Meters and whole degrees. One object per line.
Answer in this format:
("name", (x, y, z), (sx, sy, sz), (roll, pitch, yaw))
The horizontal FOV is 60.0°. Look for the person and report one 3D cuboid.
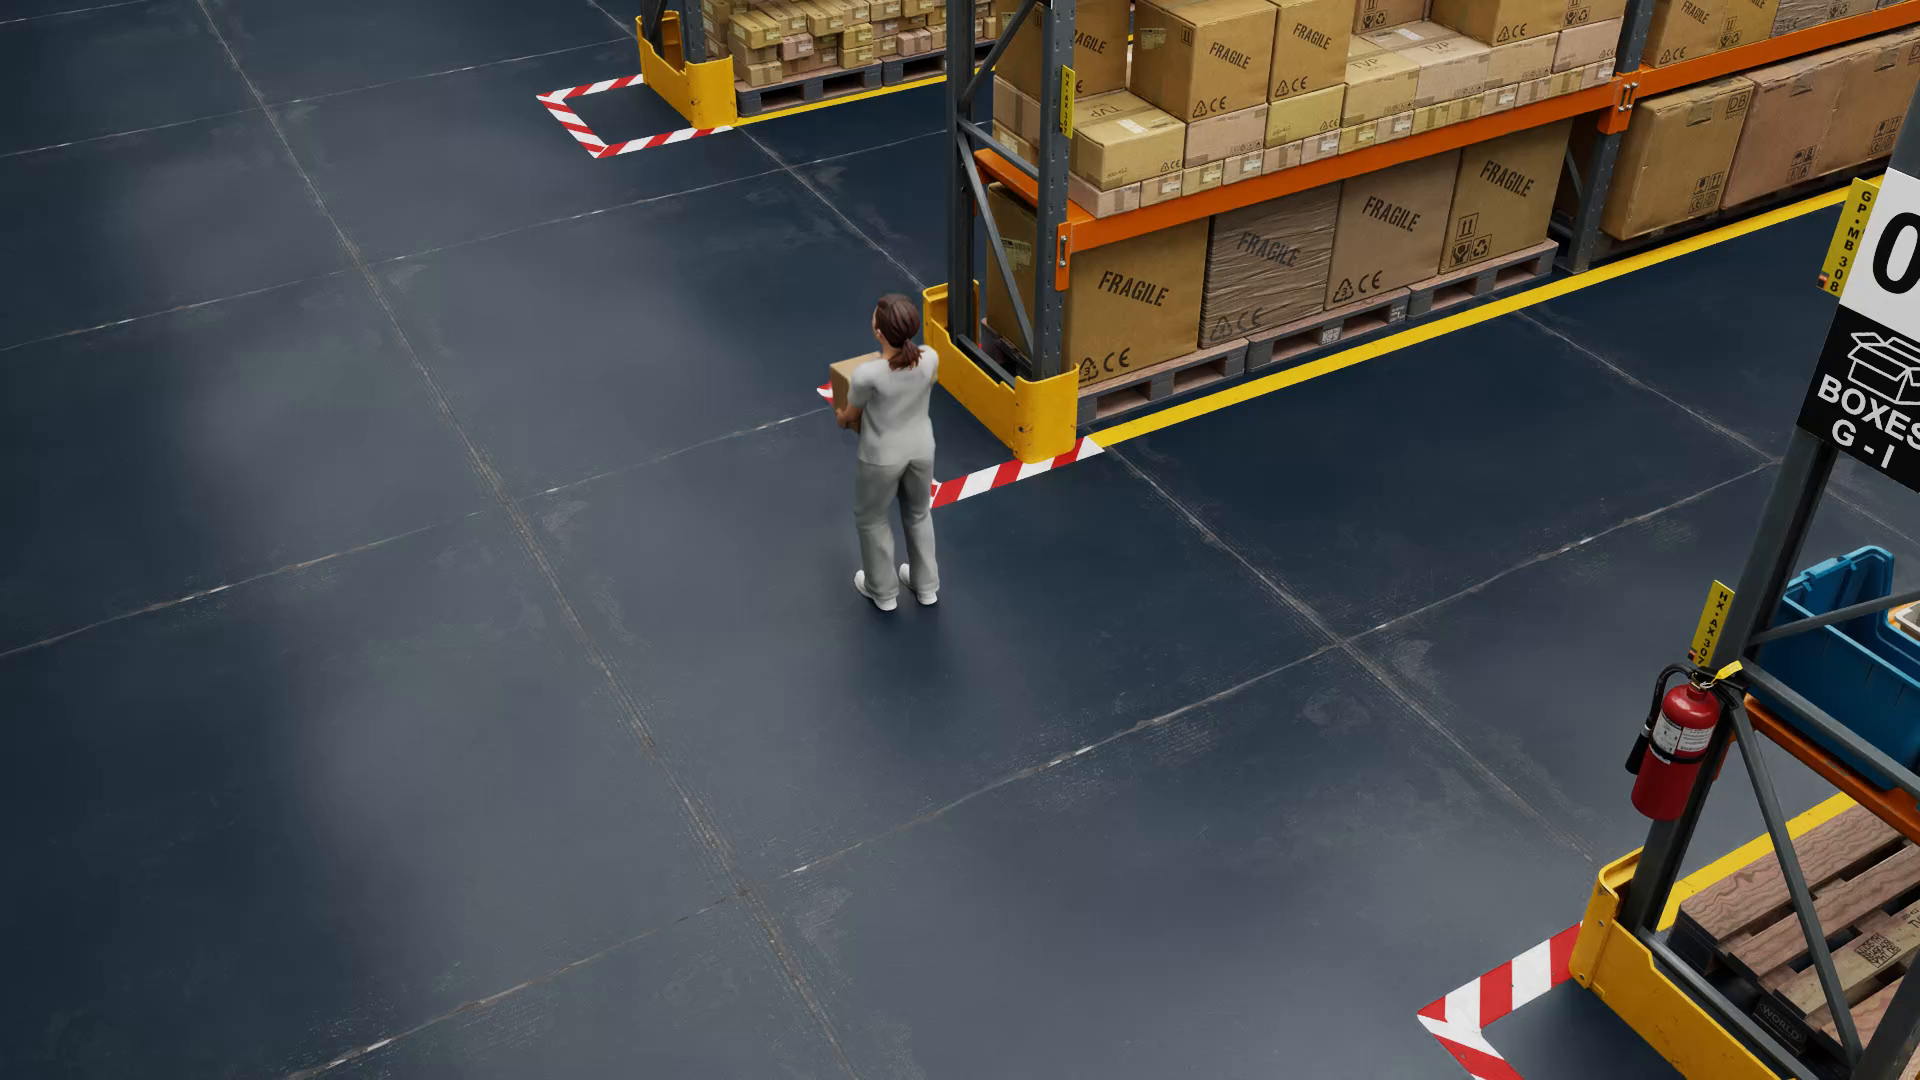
("person", (-0.321, -0.414, 7.492), (0.436, 1.660, 0.540), (-18, 41, -23))
